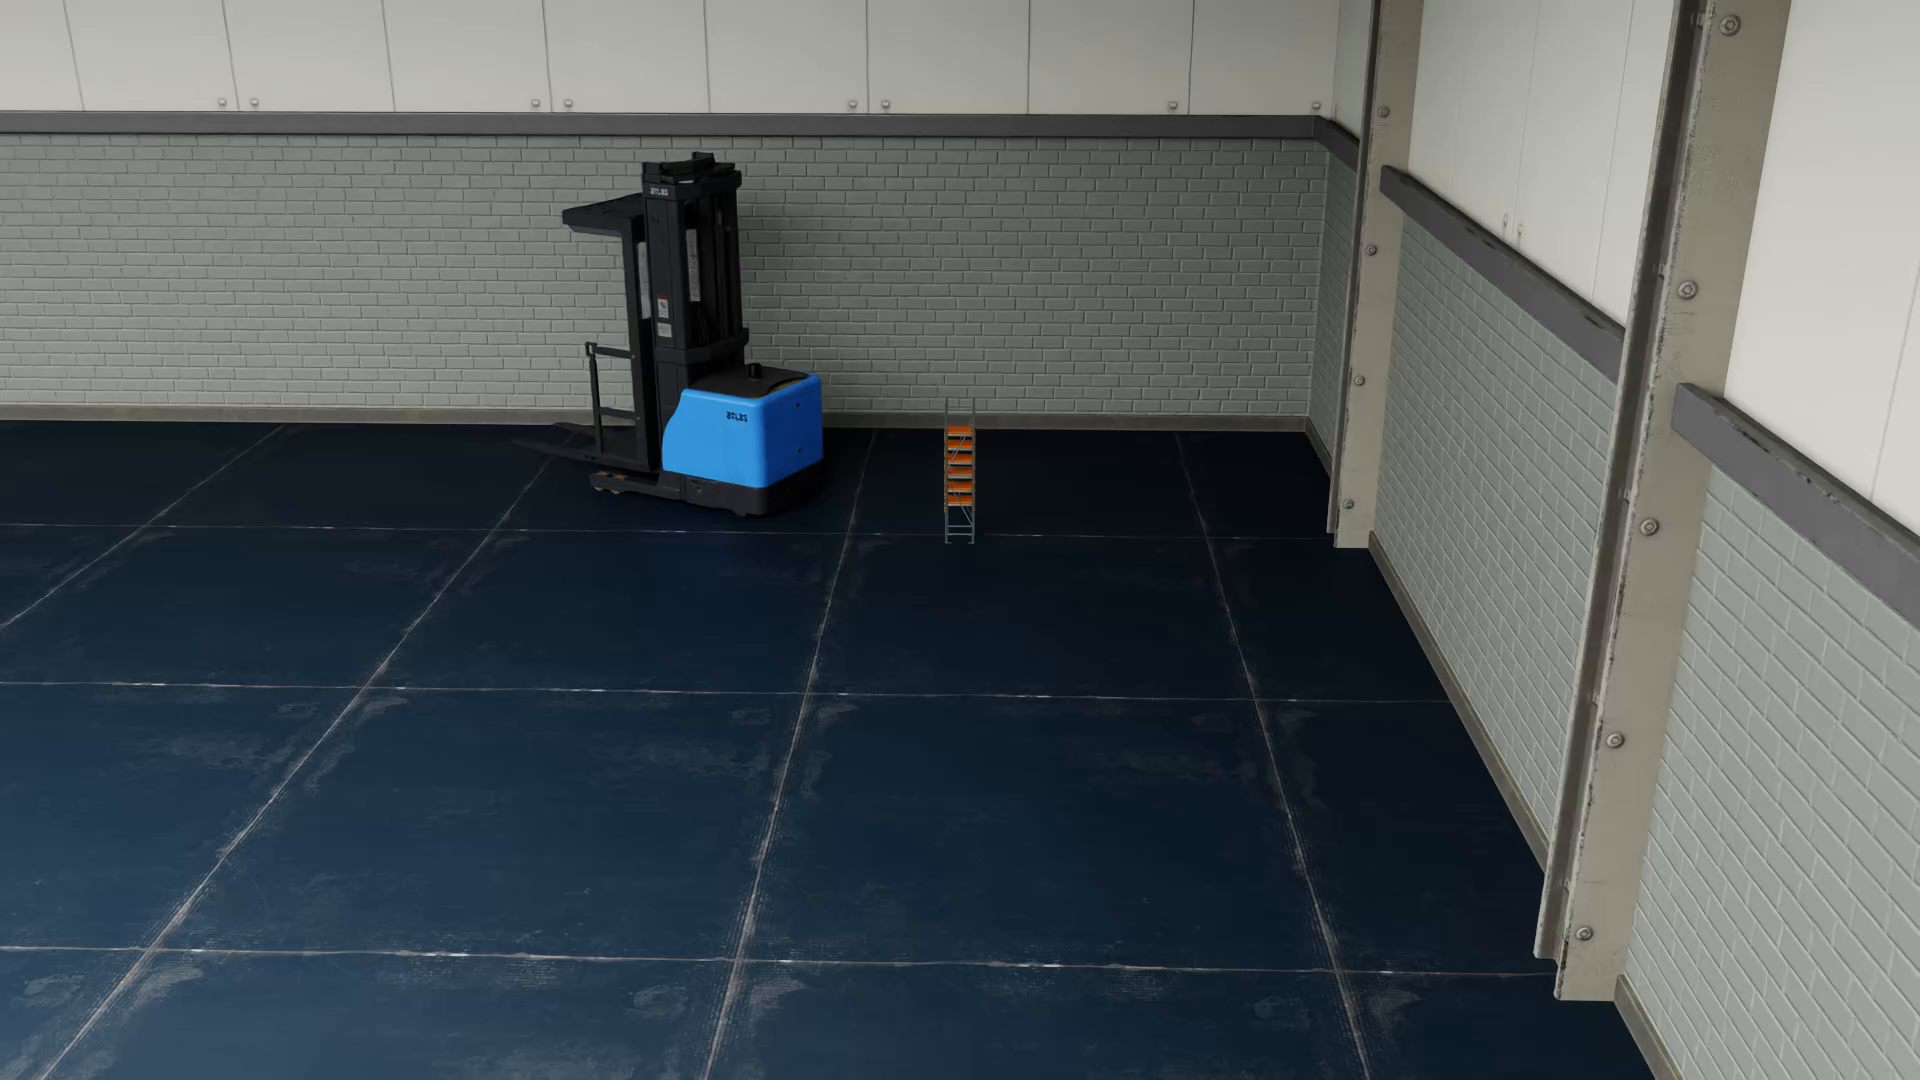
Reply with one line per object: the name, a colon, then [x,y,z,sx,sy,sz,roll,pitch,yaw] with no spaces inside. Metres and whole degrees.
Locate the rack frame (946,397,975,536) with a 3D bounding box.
rack frame: [0.003,-0.598,13.704,0.240,1.200,0.006,1,21,2]

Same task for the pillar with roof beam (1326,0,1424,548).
pillar with roof beam: [-1.064,-4.250,12.336,9.100,9.000,0.400,1,21,2]

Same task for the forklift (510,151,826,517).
forklift: [-2.744,-1.930,14.745,3.031,2.935,1.130,11,24,27]

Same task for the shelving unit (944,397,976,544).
shelving unit: [0.000,-0.565,13.619,0.258,1.200,0.189,1,21,2]

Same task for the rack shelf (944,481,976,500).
rack shelf: [0.000,-0.411,13.678,0.258,0.103,0.180,1,21,2]

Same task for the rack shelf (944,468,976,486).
rack shelf: [0.000,-0.523,13.635,0.258,0.103,0.180,1,21,2]

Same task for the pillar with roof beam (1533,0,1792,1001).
pillar with roof beam: [-1.247,-2.081,6.745,9.100,9.000,0.400,1,21,2]

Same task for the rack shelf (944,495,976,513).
rack shelf: [0.000,-0.299,13.722,0.258,0.103,0.180,1,21,2]

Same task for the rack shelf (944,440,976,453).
rack shelf: [0.000,-0.747,13.548,0.258,0.103,0.180,1,21,2]

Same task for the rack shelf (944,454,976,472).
rack shelf: [0.000,-0.635,13.591,0.258,0.103,0.180,1,21,2]

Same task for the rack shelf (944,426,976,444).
rack shelf: [0.000,-0.859,13.505,0.258,0.103,0.180,1,21,2]

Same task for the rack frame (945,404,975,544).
rack frame: [-0.002,-0.532,13.533,0.240,1.200,0.006,1,21,2]
